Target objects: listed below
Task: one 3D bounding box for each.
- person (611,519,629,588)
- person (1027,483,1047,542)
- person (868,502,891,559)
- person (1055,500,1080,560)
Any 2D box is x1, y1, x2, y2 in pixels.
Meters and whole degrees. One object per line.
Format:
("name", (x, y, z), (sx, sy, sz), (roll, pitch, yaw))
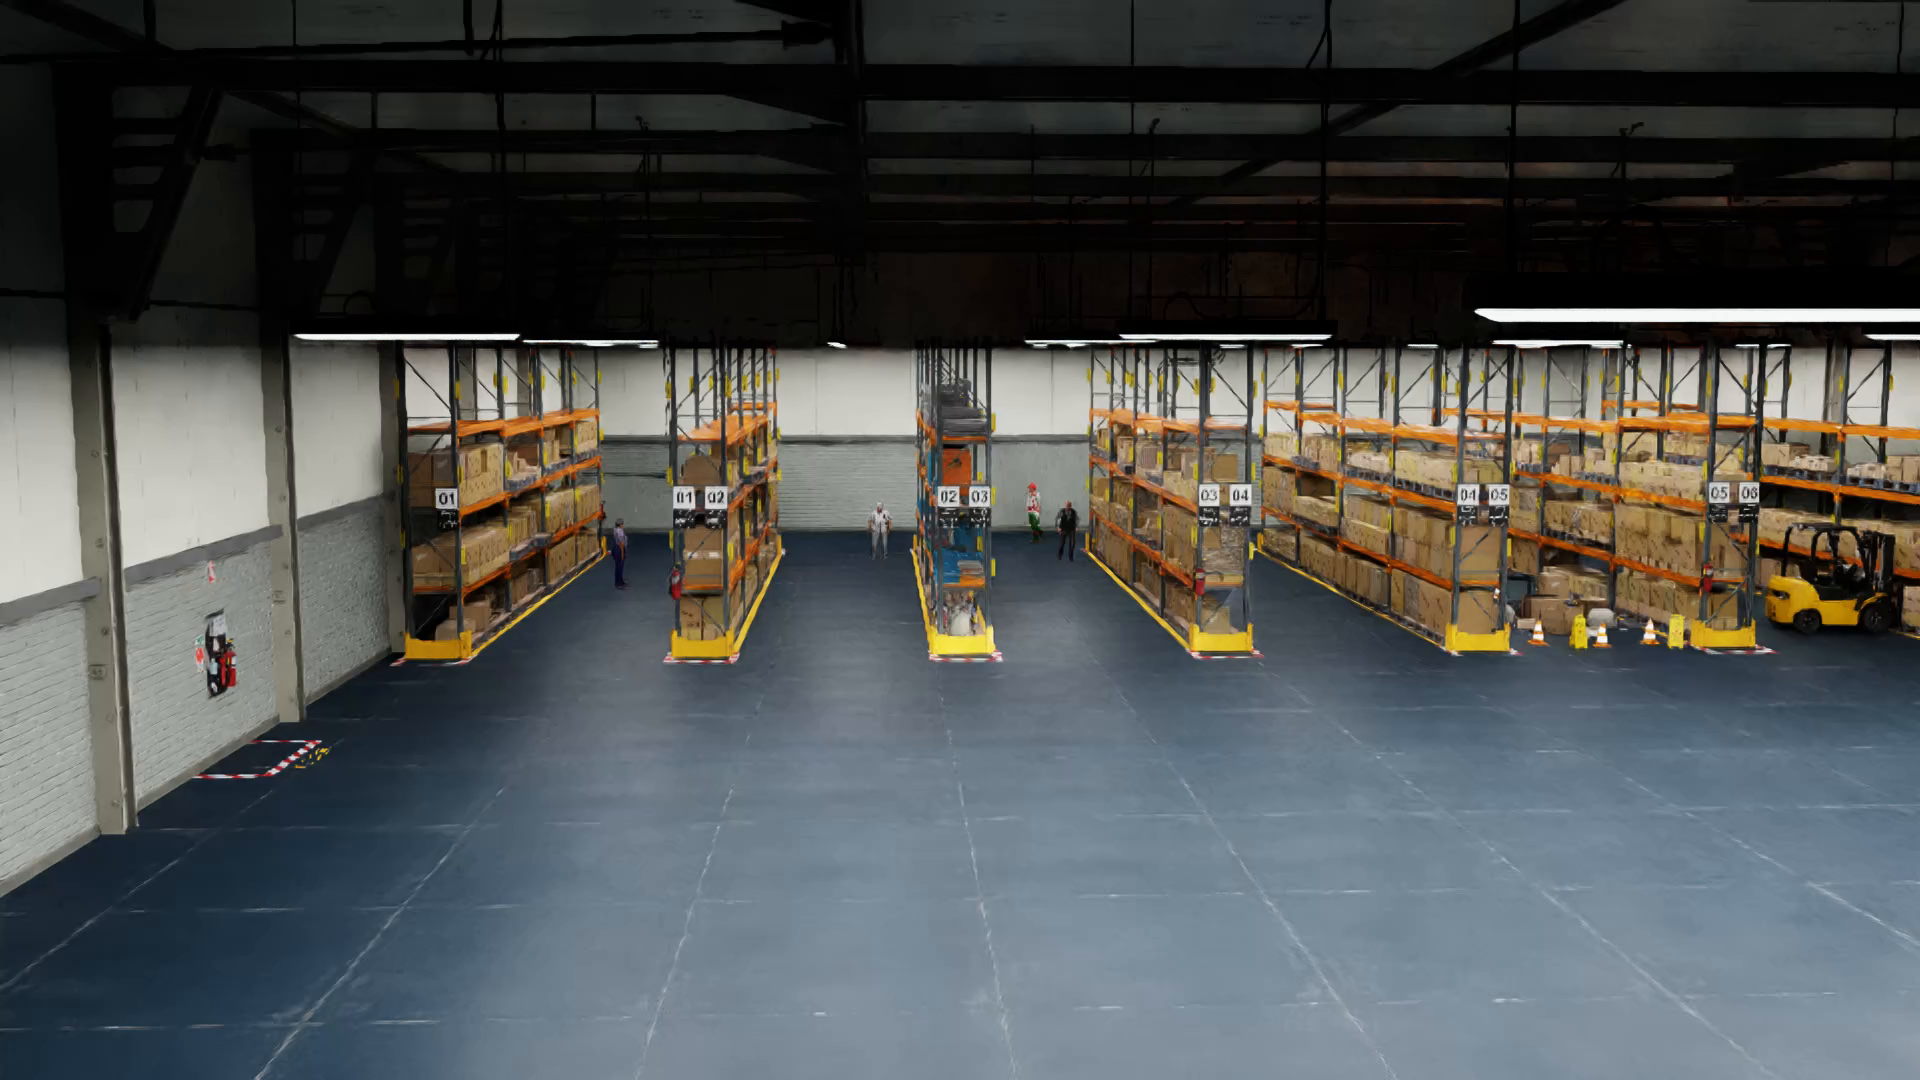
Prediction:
("person", (-8.226, 0.310, 40.377), (0.445, 1.657, 0.577), (-3, 7, -27))
("person", (2.275, -0.808, 49.625), (0.460, 1.779, 0.696), (-5, 8, -37))
("person", (-2.205, -0.255, 45.682), (0.626, 1.610, 0.578), (-1, 7, -5))
("person", (2.942, -0.270, 45.579), (0.677, 1.663, 0.534), (0, 7, -4))
